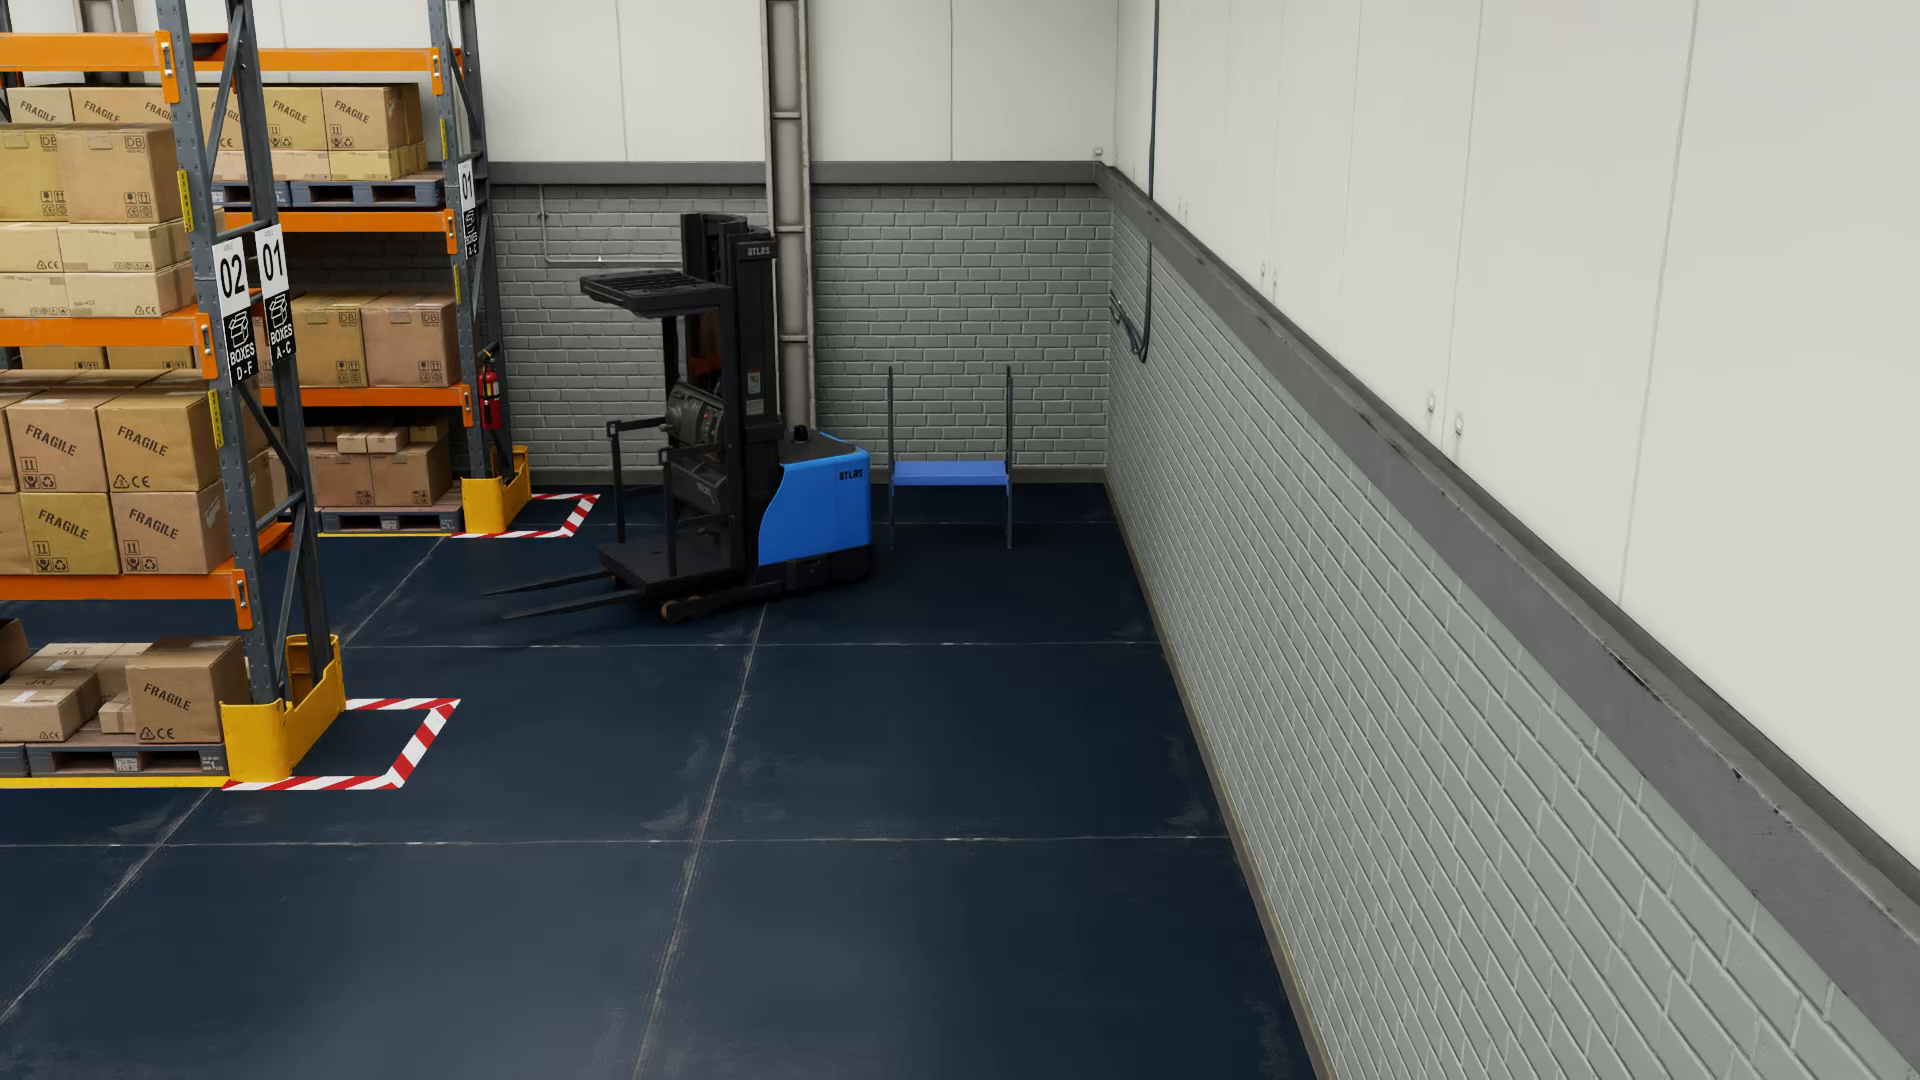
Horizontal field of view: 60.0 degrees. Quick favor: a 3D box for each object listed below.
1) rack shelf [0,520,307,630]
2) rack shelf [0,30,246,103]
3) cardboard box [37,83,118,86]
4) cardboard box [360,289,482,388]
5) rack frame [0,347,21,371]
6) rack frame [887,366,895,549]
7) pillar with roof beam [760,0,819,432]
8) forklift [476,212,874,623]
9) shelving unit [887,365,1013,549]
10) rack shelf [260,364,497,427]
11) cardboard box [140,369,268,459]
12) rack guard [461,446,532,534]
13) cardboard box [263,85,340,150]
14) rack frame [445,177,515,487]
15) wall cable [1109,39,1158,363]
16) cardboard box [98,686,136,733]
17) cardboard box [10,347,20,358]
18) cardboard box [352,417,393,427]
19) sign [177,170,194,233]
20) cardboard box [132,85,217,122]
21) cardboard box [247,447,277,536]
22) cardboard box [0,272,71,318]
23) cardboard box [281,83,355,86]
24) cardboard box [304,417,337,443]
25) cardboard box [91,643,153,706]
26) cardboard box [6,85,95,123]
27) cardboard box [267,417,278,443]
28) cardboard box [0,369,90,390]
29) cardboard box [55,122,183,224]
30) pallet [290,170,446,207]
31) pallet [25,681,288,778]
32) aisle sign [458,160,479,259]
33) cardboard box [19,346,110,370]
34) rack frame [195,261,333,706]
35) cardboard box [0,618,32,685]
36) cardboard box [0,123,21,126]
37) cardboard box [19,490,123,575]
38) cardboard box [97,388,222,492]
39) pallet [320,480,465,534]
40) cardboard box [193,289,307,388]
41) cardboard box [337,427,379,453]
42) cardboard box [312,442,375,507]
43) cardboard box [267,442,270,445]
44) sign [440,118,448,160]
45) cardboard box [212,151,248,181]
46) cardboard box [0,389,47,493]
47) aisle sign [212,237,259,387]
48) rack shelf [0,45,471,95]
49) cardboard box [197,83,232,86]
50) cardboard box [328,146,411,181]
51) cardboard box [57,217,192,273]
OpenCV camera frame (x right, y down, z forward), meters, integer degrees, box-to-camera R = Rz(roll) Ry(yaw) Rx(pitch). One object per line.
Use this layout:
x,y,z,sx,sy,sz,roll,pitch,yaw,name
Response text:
-6.169,0.203,10.182,4.000,0.370,1.077,0,18,-1,rack shelf
-6.169,-2.652,9.266,4.000,0.370,1.077,0,18,-1,rack shelf
-7.556,-3.679,14.362,0.500,0.500,0.500,0,18,-1,cardboard box
-4.761,-1.800,14.756,0.700,0.700,0.980,1,18,2,cardboard box
-8.251,-1.643,14.759,0.127,3.000,1.000,0,18,-1,rack frame
-0.594,-0.711,14.310,0.032,1.500,0.500,0,18,-1,rack frame
-1.498,-3.481,10.668,0.400,9.000,9.100,0,18,-1,pillar with roof beam
-2.215,-0.953,12.719,3.031,2.935,1.130,-11,21,-32,forklift
-0.085,-0.714,14.317,1.048,1.500,0.538,0,18,-1,shelving unit
-6.251,-1.310,14.898,4.000,0.370,1.077,0,18,-1,rack shelf
-4.617,-0.751,10.179,0.500,0.500,0.500,0,18,1,cardboard box
-4.228,-0.472,15.201,0.348,0.500,1.175,0,18,-1,rack guard
-5.480,-3.538,13.922,0.500,0.500,0.500,0,18,1,cardboard box
-4.252,-1.662,14.819,0.127,3.000,1.000,0,18,-1,rack frame
1.409,-2.958,14.121,0.112,2.526,3.097,0,18,-1,wall cable
-5.116,1.043,10.305,0.250,0.166,0.380,0,18,-1,cardboard box
-8.715,-1.916,14.928,0.500,0.500,0.500,-1,18,-3,cardboard box
-5.335,-1.006,15.115,0.250,0.149,0.380,0,18,-1,cardboard box
-4.181,-1.830,8.980,0.005,0.325,0.100,0,18,-1,sign
-6.526,-3.531,13.899,0.500,0.500,0.500,0,18,-1,cardboard box
-4.617,-0.275,10.331,0.500,0.500,0.500,0,18,0,cardboard box
-5.179,-1.424,9.411,0.500,0.250,0.500,0,18,-1,cardboard box
-5.514,-3.694,14.408,0.500,0.500,0.500,-1,18,-2,cardboard box
-5.839,-1.003,15.108,0.250,0.149,0.380,0,18,0,cardboard box
-5.218,0.869,10.710,0.500,0.250,0.500,0,18,-1,cardboard box
-7.534,-3.522,13.873,0.500,0.500,0.500,0,18,-1,cardboard box
-6.349,-1.001,15.100,0.250,0.149,0.380,-1,18,-2,cardboard box
-5.640,-0.746,10.161,0.500,0.500,0.500,0,18,0,cardboard box
-4.683,-2.094,9.453,0.500,0.500,0.700,0,18,-1,cardboard box
-4.993,-3.042,14.353,1.213,0.211,1.003,0,18,-1,pallet
-5.043,1.183,10.514,1.213,0.211,1.003,0,18,-1,pallet
-4.175,-2.809,14.137,0.004,0.787,0.394,0,18,-1,aisle sign
-7.708,-1.783,14.705,0.700,0.700,0.980,0,18,0,cardboard box
-4.170,-0.149,10.102,0.127,3.000,1.000,0,18,-1,rack frame
-6.291,0.839,10.390,0.637,0.503,0.797,0,18,-1,cardboard box
-5.683,-2.082,9.417,0.500,0.500,0.700,0,18,-1,cardboard box
-5.132,-0.108,9.810,0.500,0.500,0.500,0,18,0,cardboard box
-4.610,-0.587,9.666,0.500,0.500,0.500,0,18,-1,cardboard box
-5.050,-0.307,15.158,1.213,0.211,1.003,0,18,-1,pallet
-6.251,-1.792,14.731,0.700,0.700,0.980,-1,18,-4,cardboard box
-5.331,-0.889,14.752,0.250,0.149,0.380,0,18,1,cardboard box
-5.450,-0.636,15.023,0.500,0.500,0.700,0,18,-1,cardboard box
-6.486,-0.628,15.000,0.500,0.500,0.700,0,18,0,cardboard box
-4.257,-3.309,13.720,0.005,0.325,0.100,0,18,-1,sign
-6.020,-3.175,14.019,0.500,0.250,0.500,-1,18,-3,cardboard box
-5.634,-0.580,9.645,0.500,0.500,0.500,0,18,1,cardboard box
-4.097,-1.294,9.415,0.004,0.787,0.394,0,18,-1,aisle sign
-6.251,-3.976,14.043,4.000,0.370,1.077,0,18,-1,rack shelf
-6.517,-3.691,14.399,0.500,0.500,0.500,-1,18,-3,cardboard box
-4.980,-3.182,14.040,0.500,0.250,0.500,0,18,1,cardboard box
-4.679,-1.664,9.340,0.500,0.250,0.500,0,18,-1,cardboard box
